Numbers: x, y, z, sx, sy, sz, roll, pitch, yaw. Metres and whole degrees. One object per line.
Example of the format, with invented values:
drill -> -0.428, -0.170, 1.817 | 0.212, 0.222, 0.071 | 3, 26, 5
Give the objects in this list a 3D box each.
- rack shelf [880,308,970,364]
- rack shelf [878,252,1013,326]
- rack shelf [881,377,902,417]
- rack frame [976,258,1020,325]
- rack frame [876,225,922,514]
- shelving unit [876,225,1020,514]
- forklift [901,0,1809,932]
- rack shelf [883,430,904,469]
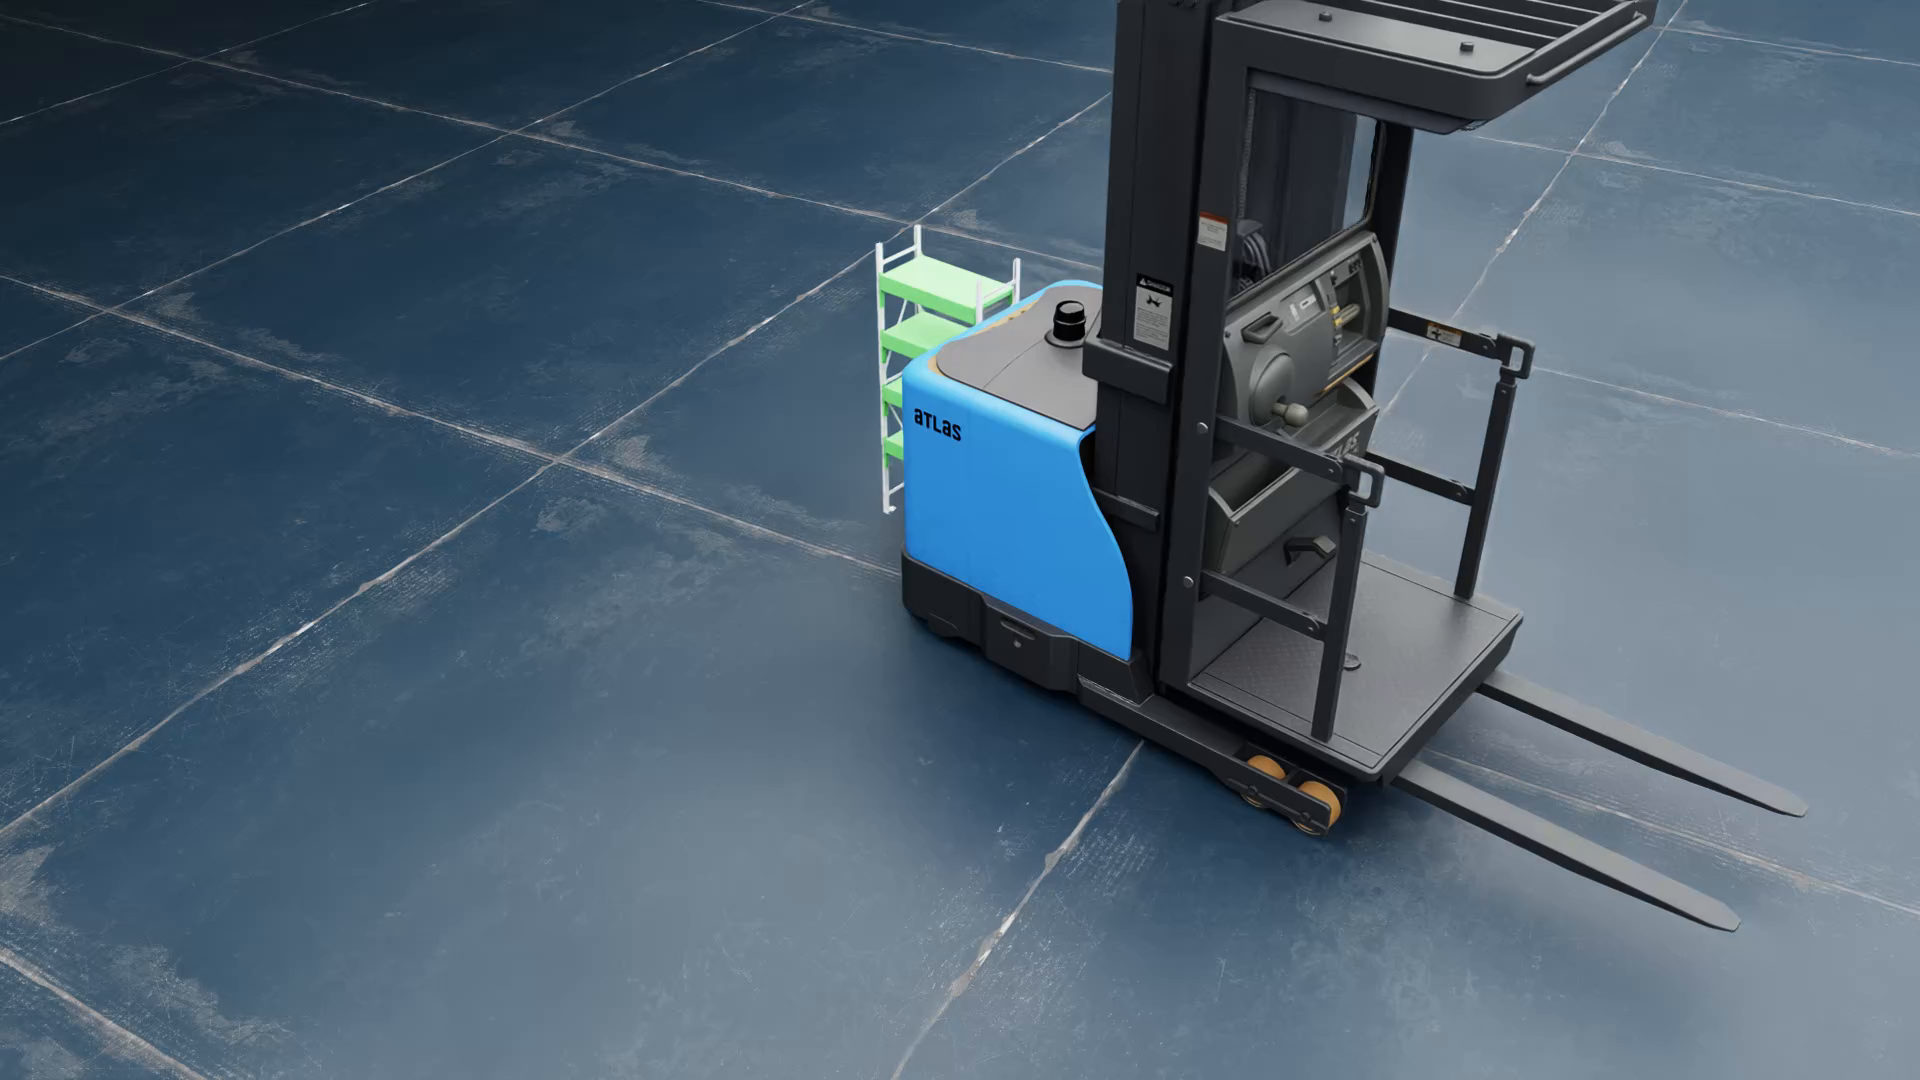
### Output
rack shelf -> -0.048, -0.722, 6.435 | 0.480, 0.148, 0.258 | 25, 41, 32
rack shelf -> -0.048, -0.922, 6.302 | 0.480, 0.148, 0.258 | 25, 41, 32
rack shelf -> -0.048, -0.523, 6.568 | 0.480, 0.148, 0.258 | 25, 41, 32
rack frame -> 0.139, -0.489, 6.402 | 0.015, 1.200, 0.240 | 25, 41, 32
rack frame -> -0.235, -0.663, 6.663 | 0.015, 1.200, 0.240 | 25, 41, 32
shelving unit -> -0.048, -0.576, 6.532 | 0.503, 1.200, 0.258 | 25, 41, 32
forklift -> 1.237, -0.610, 5.022 | 3.031, 2.935, 1.130 | 25, 41, 32
rack shelf -> -0.048, -0.323, 6.701 | 0.480, 0.148, 0.258 | 25, 41, 32
